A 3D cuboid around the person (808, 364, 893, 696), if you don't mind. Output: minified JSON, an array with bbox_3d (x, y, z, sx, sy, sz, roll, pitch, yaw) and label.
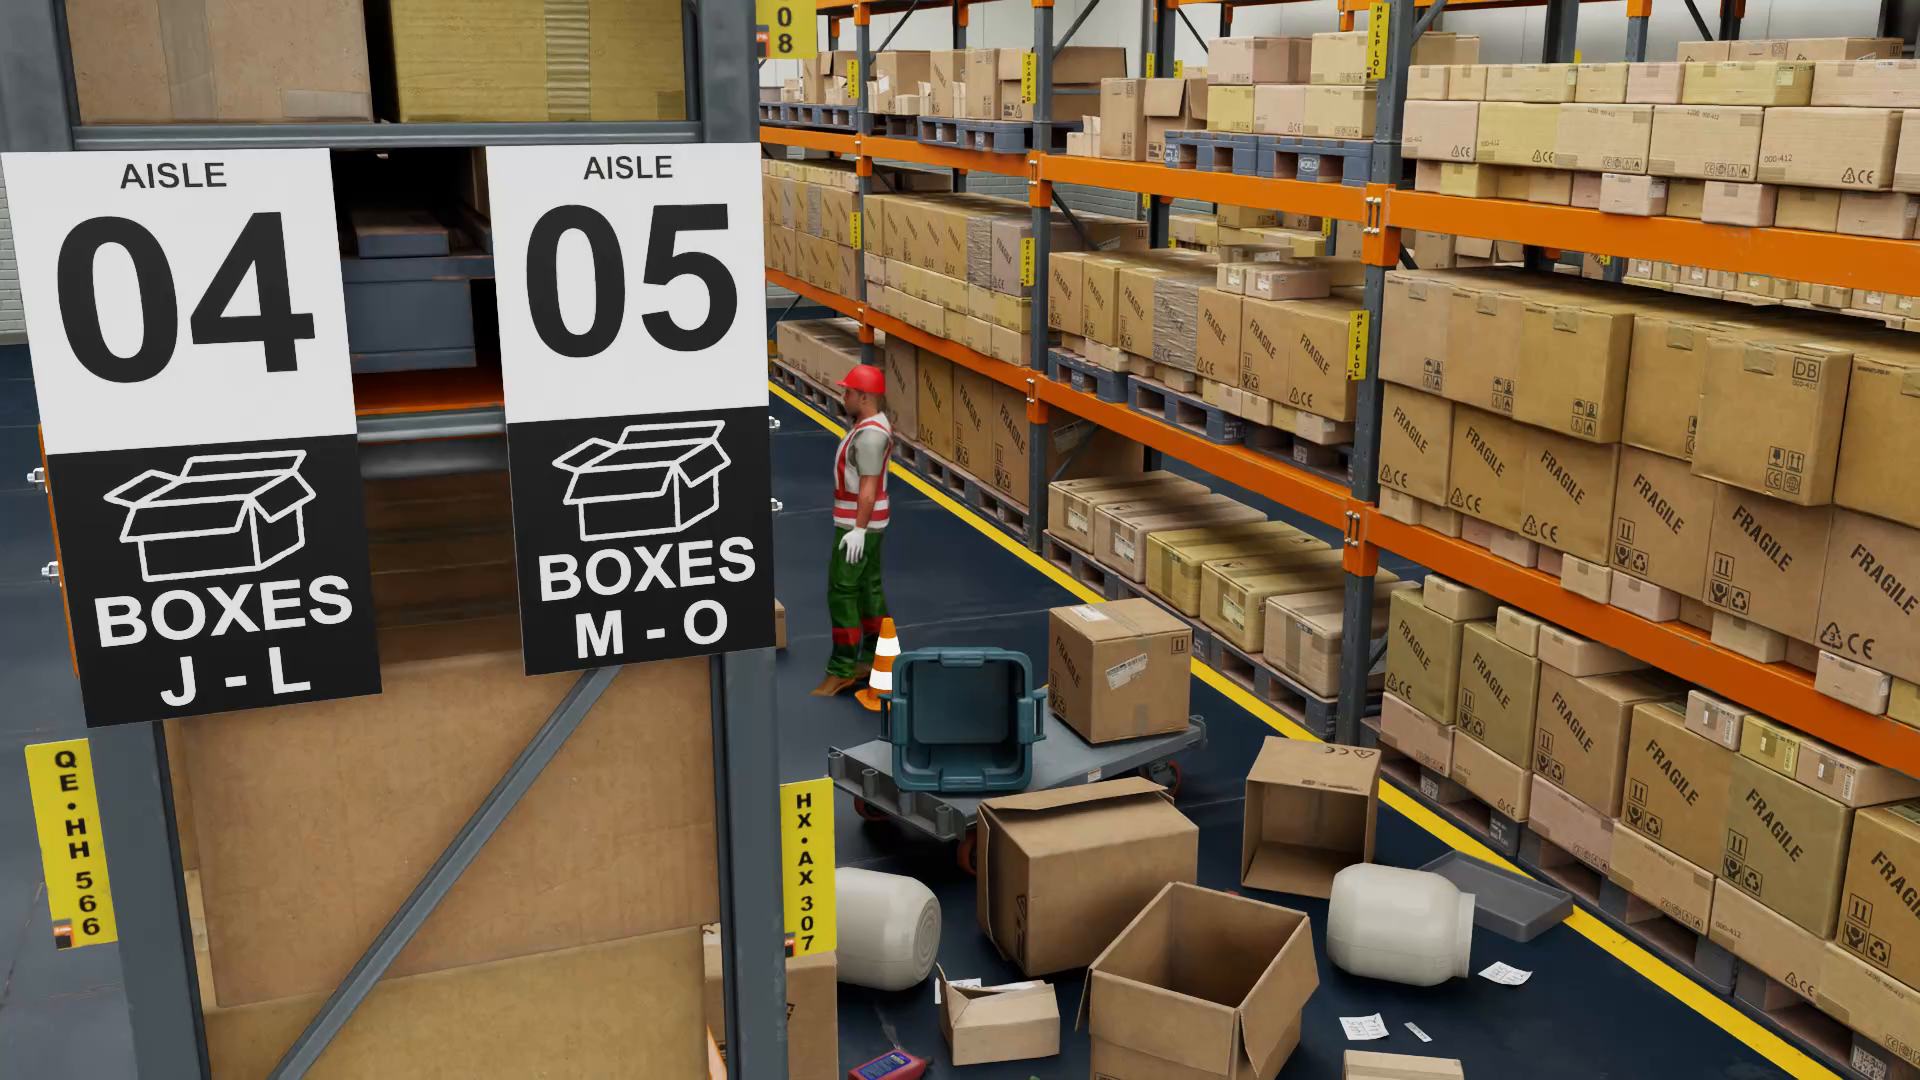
[{"bbox_3d":[-0.611,-0.056,9.239,0.480,1.838,0.581,0,15,1],"label":"person"}]
